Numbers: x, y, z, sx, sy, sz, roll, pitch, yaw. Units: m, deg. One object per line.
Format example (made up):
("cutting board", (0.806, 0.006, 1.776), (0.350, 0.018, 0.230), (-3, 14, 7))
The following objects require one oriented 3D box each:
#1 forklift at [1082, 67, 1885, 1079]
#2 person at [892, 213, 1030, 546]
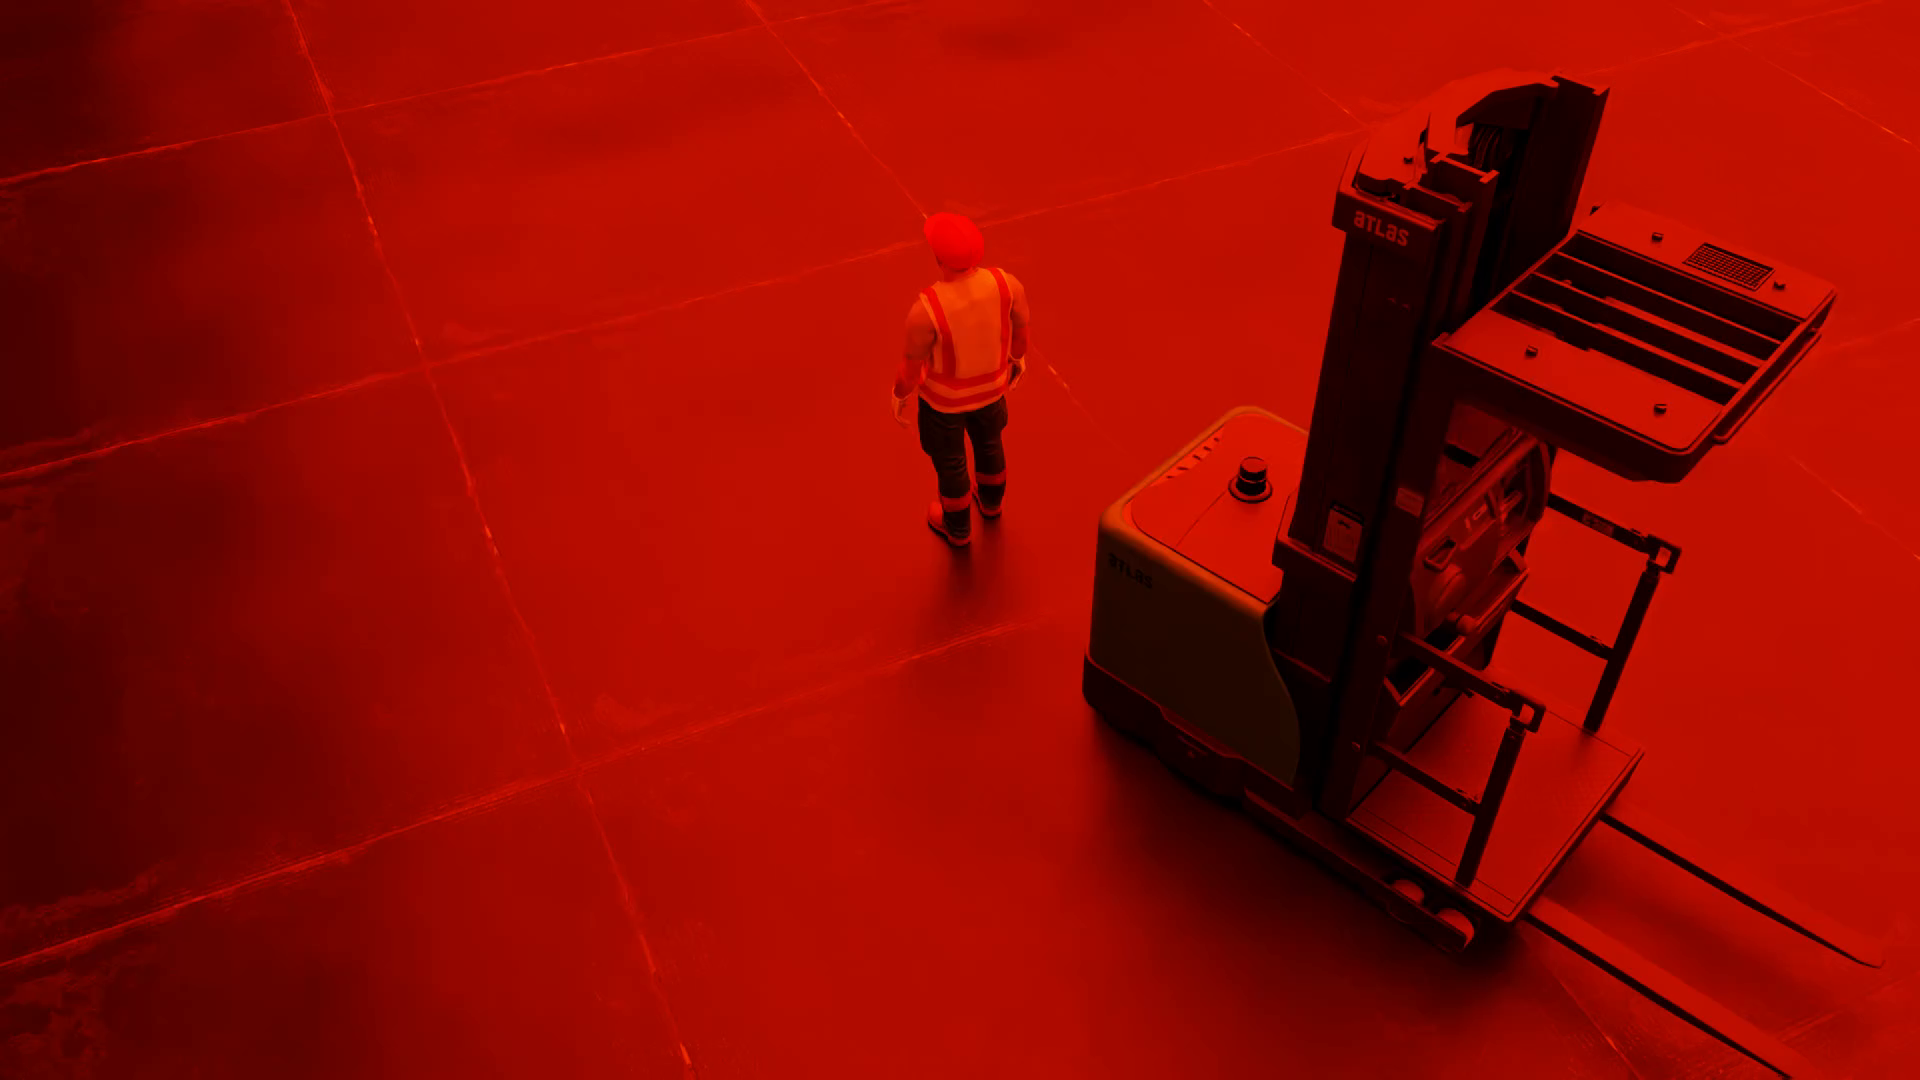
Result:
("forklift", (1.947, 0.051, 5.626), (3.031, 2.935, 1.130), (32, 52, 29))
("person", (-0.023, -0.713, 7.270), (0.637, 1.790, 0.562), (-18, 46, -18))
